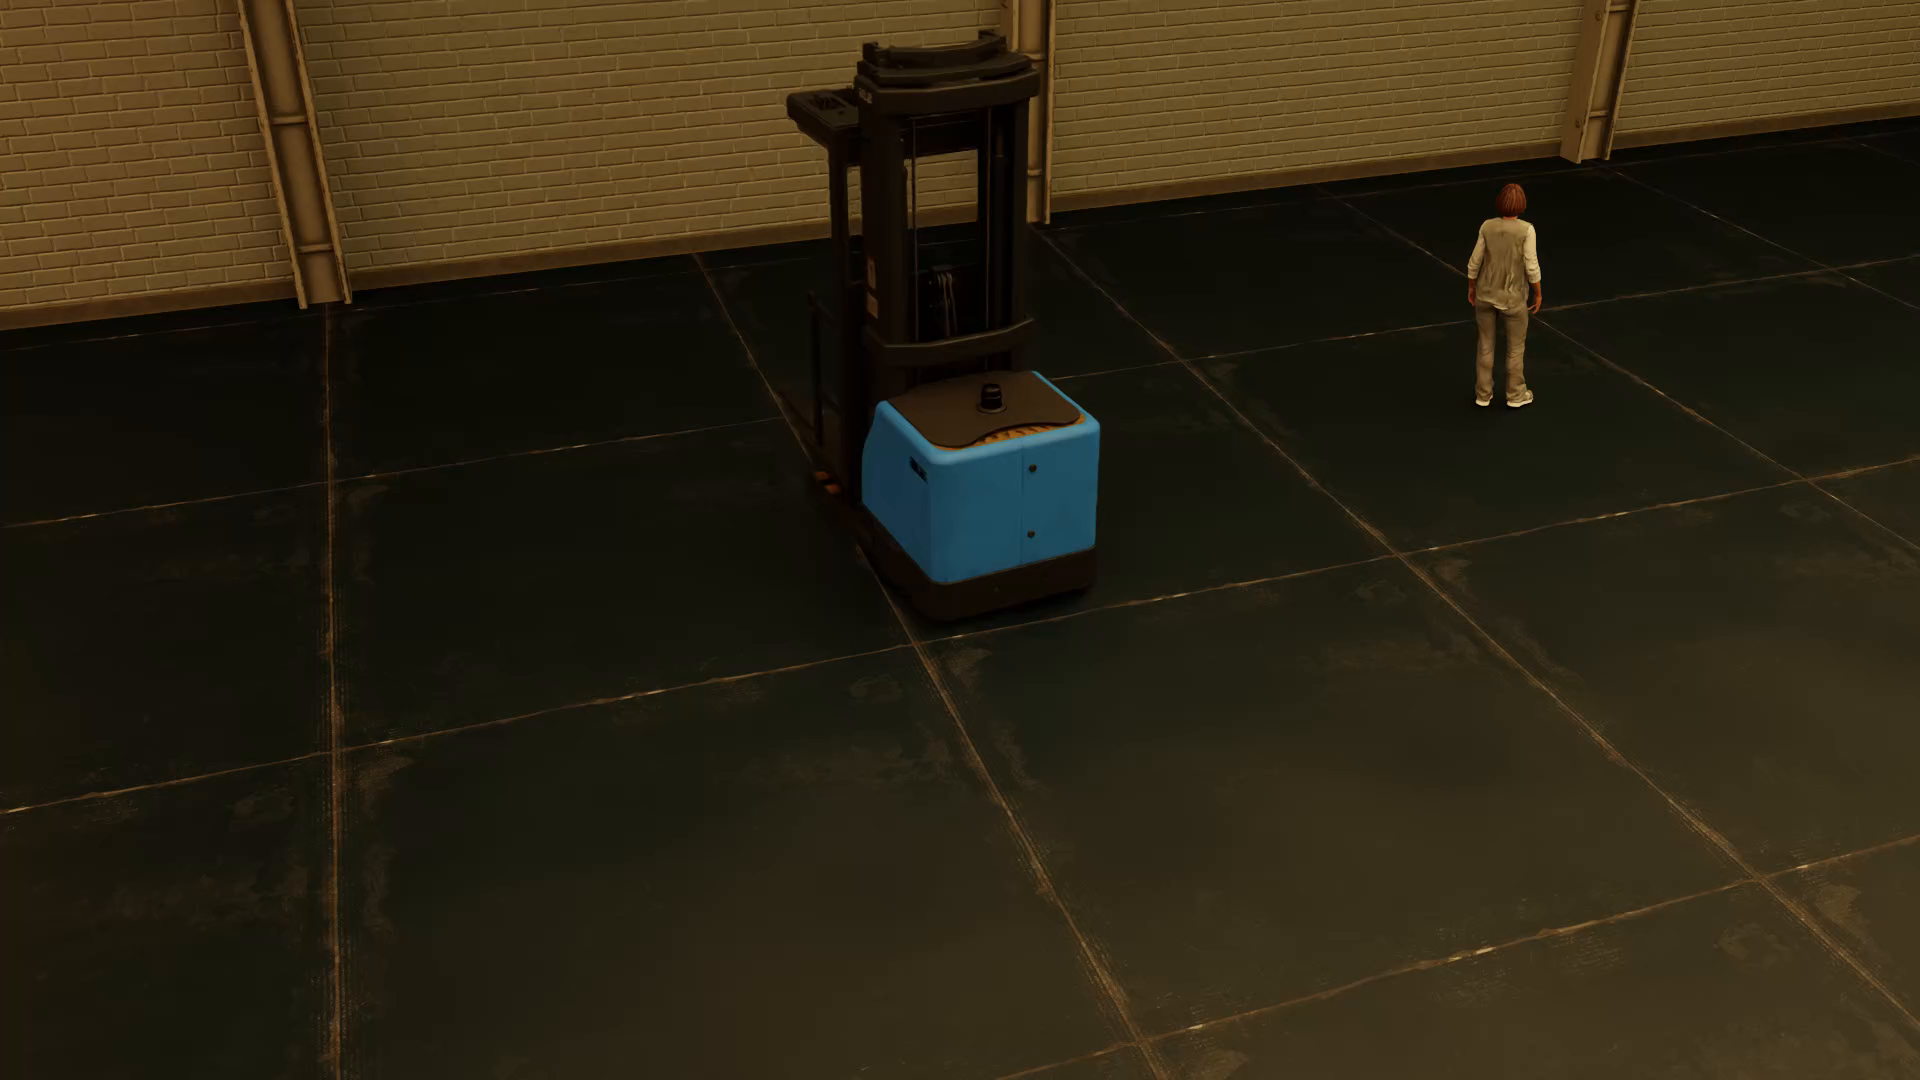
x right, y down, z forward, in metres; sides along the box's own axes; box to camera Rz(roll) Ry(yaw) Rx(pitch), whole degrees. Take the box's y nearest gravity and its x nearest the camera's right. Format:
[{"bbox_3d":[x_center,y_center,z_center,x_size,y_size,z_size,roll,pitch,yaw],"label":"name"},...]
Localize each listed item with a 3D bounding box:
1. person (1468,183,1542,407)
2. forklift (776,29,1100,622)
[{"bbox_3d":[3.716,-1.660,11.310,0.520,1.582,0.475,19,35,29],"label":"person"},{"bbox_3d":[-0.311,-1.537,9.759,1.130,2.935,3.031,-13,32,-22],"label":"forklift"}]
